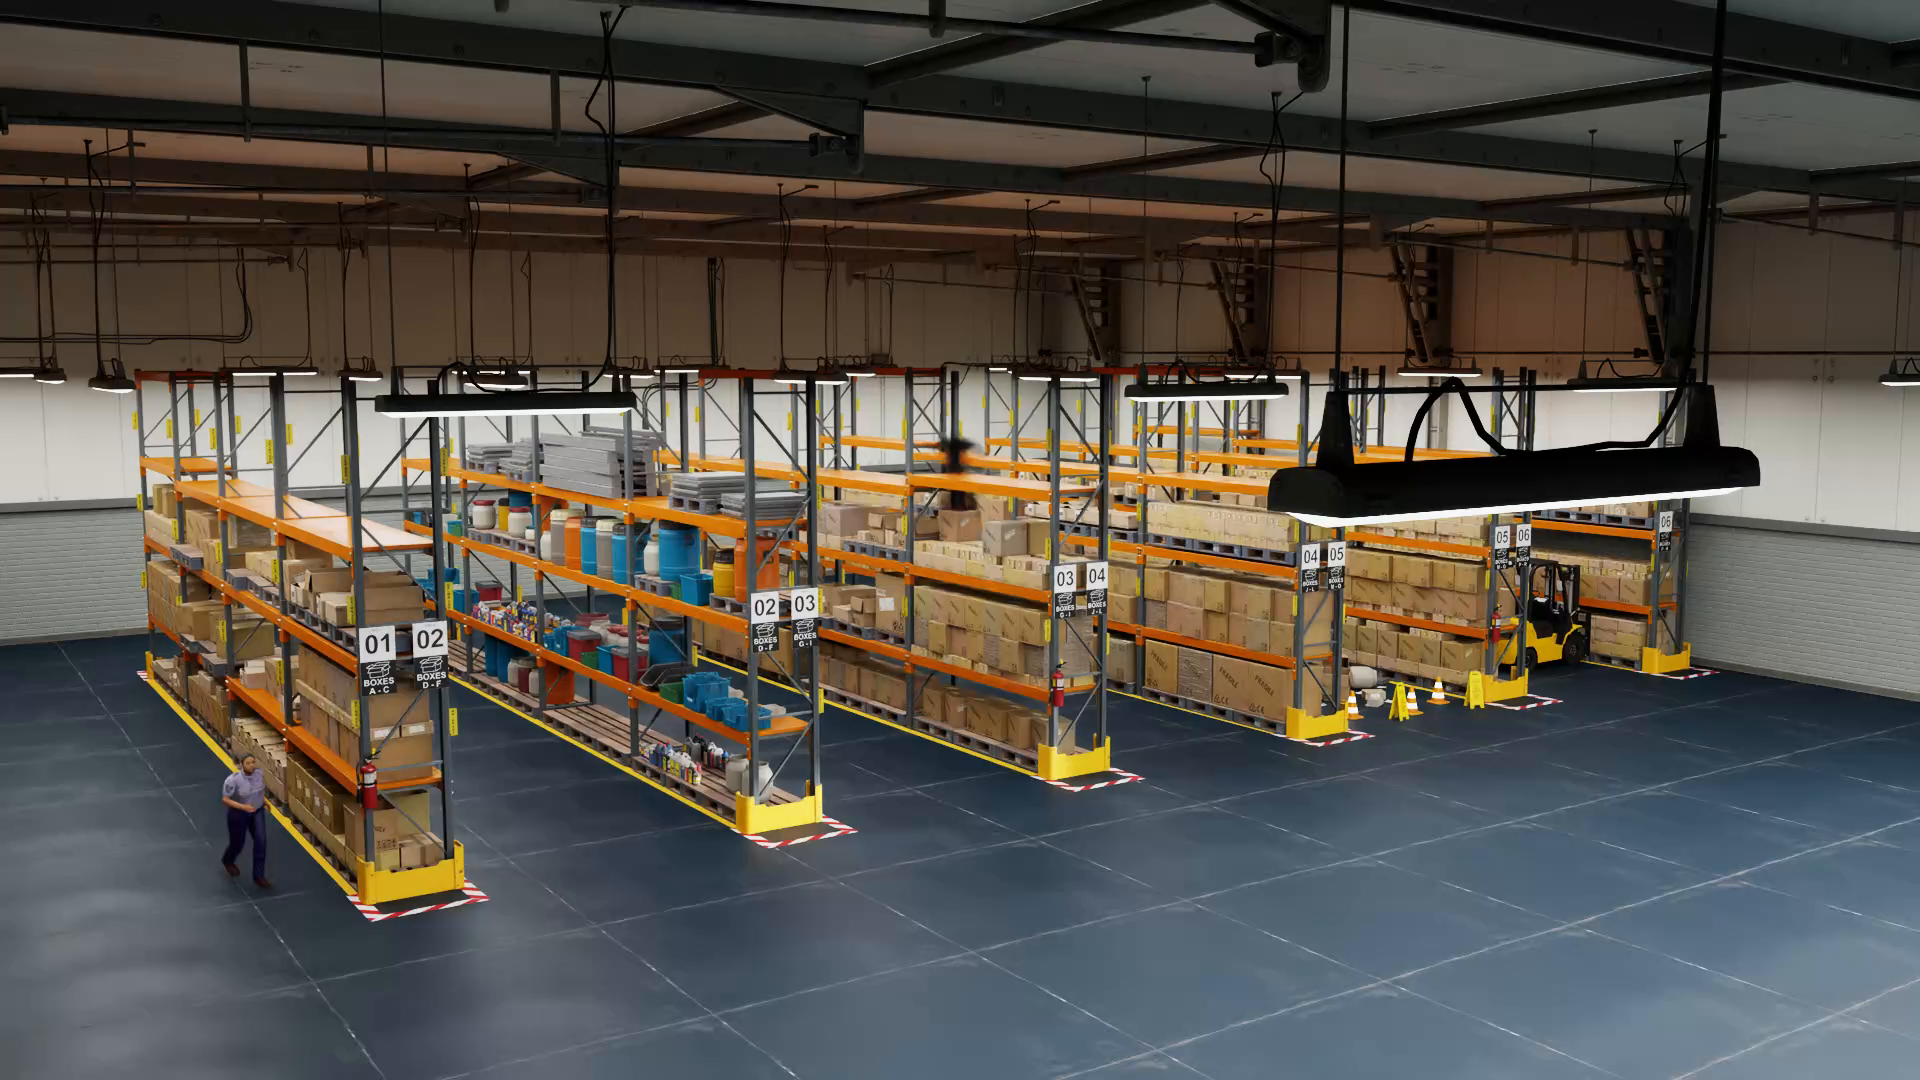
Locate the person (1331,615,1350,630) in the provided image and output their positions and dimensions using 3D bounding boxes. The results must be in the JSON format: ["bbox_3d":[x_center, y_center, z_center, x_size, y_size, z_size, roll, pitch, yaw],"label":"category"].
[{"bbox_3d":[8.322,1.465,35.833,0.692,1.674,0.845,-6,9,-43],"label":"person"}]

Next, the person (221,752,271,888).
[{"bbox_3d":[-8.568,3.301,19.871,0.885,1.621,0.590,6,9,44],"label":"person"}]
